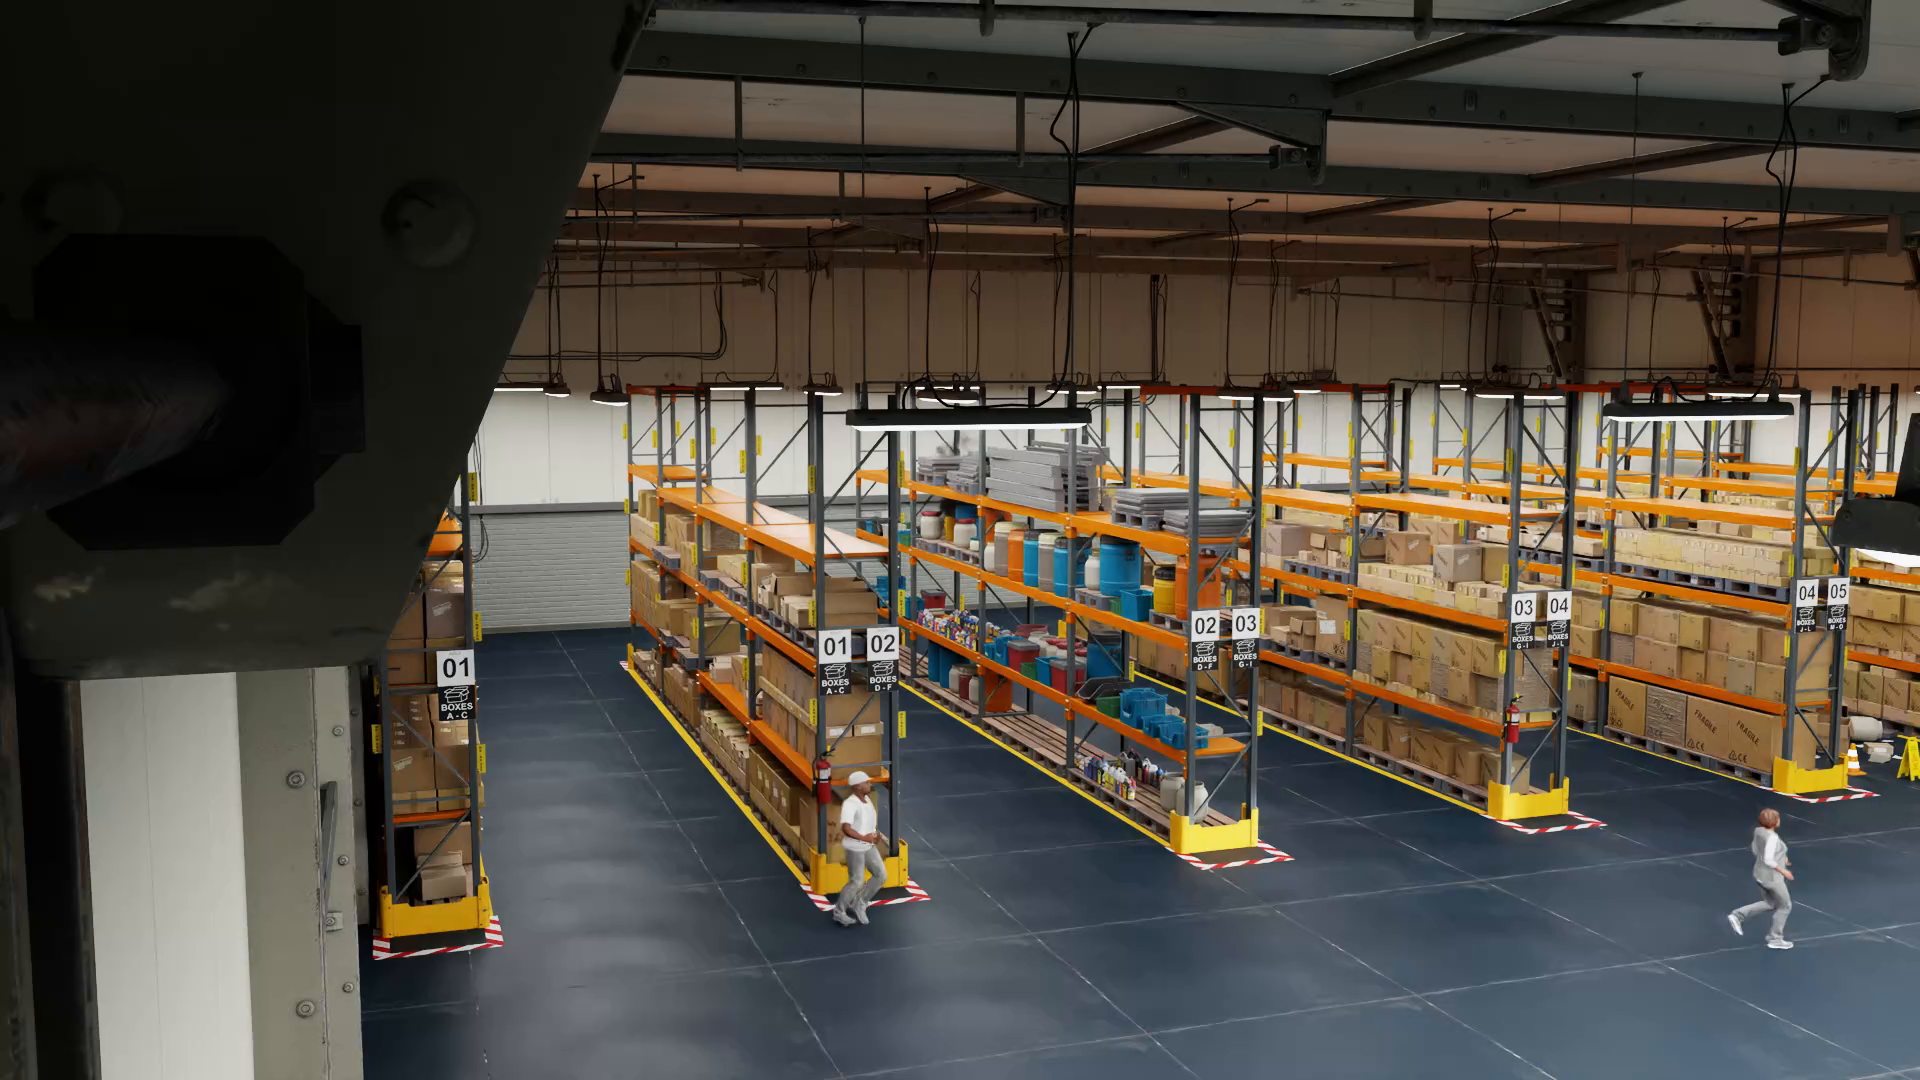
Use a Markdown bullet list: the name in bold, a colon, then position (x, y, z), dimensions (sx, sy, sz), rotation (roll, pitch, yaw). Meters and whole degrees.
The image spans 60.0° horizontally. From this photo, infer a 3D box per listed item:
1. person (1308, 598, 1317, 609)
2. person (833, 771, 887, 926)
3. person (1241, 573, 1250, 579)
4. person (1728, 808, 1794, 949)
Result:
- **person**: position (9.035, 1.171, 41.970), dimensions (0.741, 1.721, 0.531), rotation (-1, 6, -14)
- **person**: position (-1.114, 3.509, 18.982), dimensions (0.617, 1.742, 0.766), rotation (3, 6, 23)
- **person**: position (6.459, 1.583, 38.000), dimensions (0.591, 1.710, 0.767), rotation (-1, 6, -12)
- **person**: position (8.773, 3.689, 18.116), dimensions (0.680, 1.553, 0.542), rotation (0, 6, 2)
